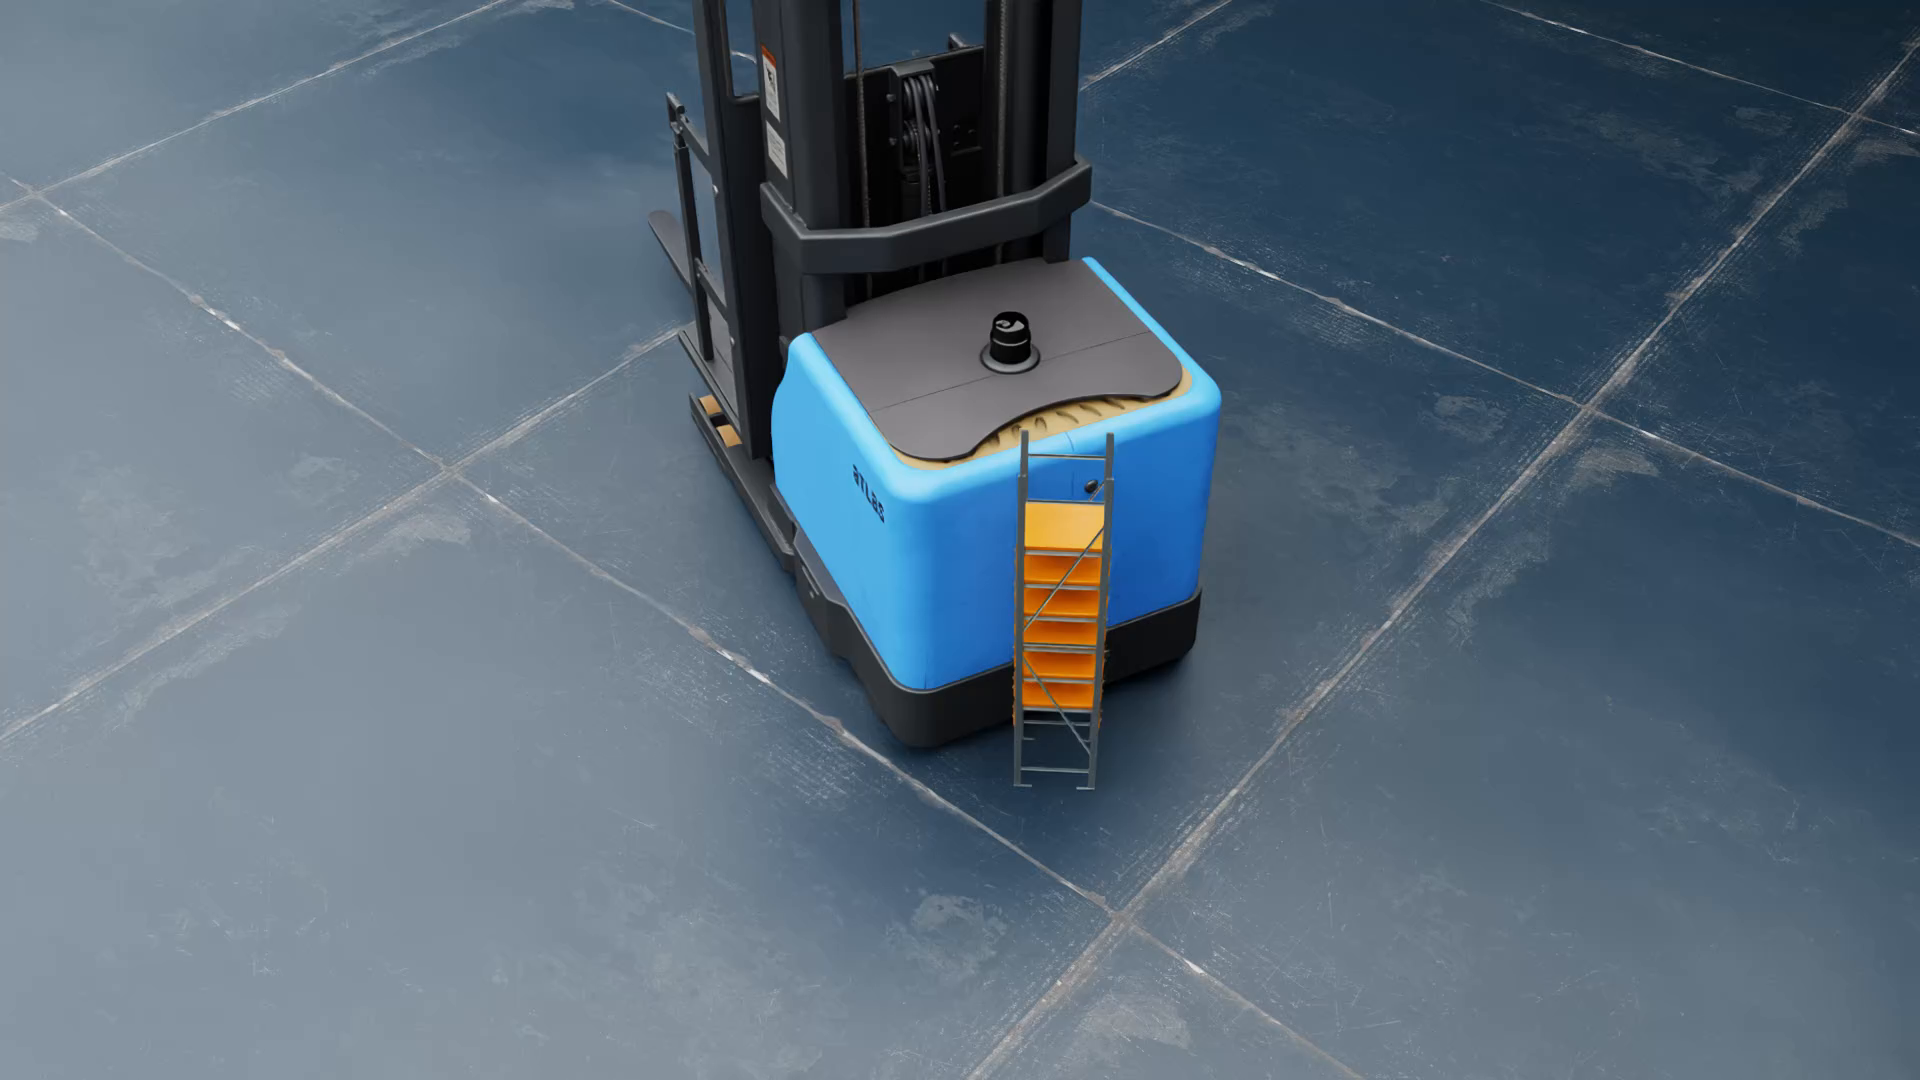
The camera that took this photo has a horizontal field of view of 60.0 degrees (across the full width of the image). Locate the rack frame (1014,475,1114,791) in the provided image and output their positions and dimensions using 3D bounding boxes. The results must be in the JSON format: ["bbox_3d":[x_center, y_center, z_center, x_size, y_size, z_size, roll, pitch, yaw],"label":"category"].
[{"bbox_3d":[0.272,0.290,4.535,0.240,1.200,0.006,2,42,4],"label":"rack frame"}]

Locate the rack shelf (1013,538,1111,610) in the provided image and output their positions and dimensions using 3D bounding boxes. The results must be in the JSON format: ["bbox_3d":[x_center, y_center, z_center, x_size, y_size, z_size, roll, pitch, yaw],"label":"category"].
[{"bbox_3d":[0.276,0.083,4.472,0.258,0.103,0.180,2,42,4],"label":"rack shelf"}]

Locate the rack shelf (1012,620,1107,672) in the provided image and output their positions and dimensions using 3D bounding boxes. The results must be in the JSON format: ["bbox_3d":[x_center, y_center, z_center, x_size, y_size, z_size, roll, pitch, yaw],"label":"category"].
[{"bbox_3d":[0.279,0.262,4.633,0.258,0.103,0.180,2,42,4],"label":"rack shelf"}]

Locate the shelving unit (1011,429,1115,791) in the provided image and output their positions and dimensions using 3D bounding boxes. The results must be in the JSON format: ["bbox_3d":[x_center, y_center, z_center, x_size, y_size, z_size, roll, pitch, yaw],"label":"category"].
[{"bbox_3d":[0.278,0.229,4.603,0.258,1.200,0.189,2,42,4],"label":"shelving unit"}]

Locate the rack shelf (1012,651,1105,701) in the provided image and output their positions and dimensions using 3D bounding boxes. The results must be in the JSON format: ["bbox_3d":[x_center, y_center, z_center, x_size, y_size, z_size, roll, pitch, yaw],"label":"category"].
[{"bbox_3d":[0.280,0.351,4.713,0.258,0.103,0.180,2,42,4],"label":"rack shelf"}]

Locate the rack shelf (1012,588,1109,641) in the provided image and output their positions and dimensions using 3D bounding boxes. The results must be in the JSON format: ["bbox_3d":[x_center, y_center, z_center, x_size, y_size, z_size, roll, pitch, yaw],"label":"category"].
[{"bbox_3d":[0.277,0.173,4.553,0.258,0.103,0.180,2,42,4],"label":"rack shelf"}]

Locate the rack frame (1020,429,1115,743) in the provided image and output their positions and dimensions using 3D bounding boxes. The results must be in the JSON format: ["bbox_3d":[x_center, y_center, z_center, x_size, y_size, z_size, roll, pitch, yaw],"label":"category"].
[{"bbox_3d":[0.285,0.168,4.671,0.240,1.200,0.006,2,42,4],"label":"rack frame"}]

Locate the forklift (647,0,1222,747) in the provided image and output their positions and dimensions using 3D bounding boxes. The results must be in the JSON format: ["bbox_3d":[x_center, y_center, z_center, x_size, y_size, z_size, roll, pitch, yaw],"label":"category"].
[{"bbox_3d":[-0.342,-1.458,5.175,1.130,2.935,3.031,-18,45,-19],"label":"forklift"}]

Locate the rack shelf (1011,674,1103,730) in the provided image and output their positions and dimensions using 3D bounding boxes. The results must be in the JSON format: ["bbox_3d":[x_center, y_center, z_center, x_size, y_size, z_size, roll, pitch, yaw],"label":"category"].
[{"bbox_3d":[0.282,0.440,4.793,0.258,0.103,0.180,2,42,4],"label":"rack shelf"}]

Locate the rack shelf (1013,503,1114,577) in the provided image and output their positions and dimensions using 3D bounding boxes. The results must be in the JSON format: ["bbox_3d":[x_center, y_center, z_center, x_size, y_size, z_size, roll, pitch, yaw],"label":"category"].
[{"bbox_3d":[0.274,-0.006,4.392,0.258,0.103,0.180,2,42,4],"label":"rack shelf"}]
